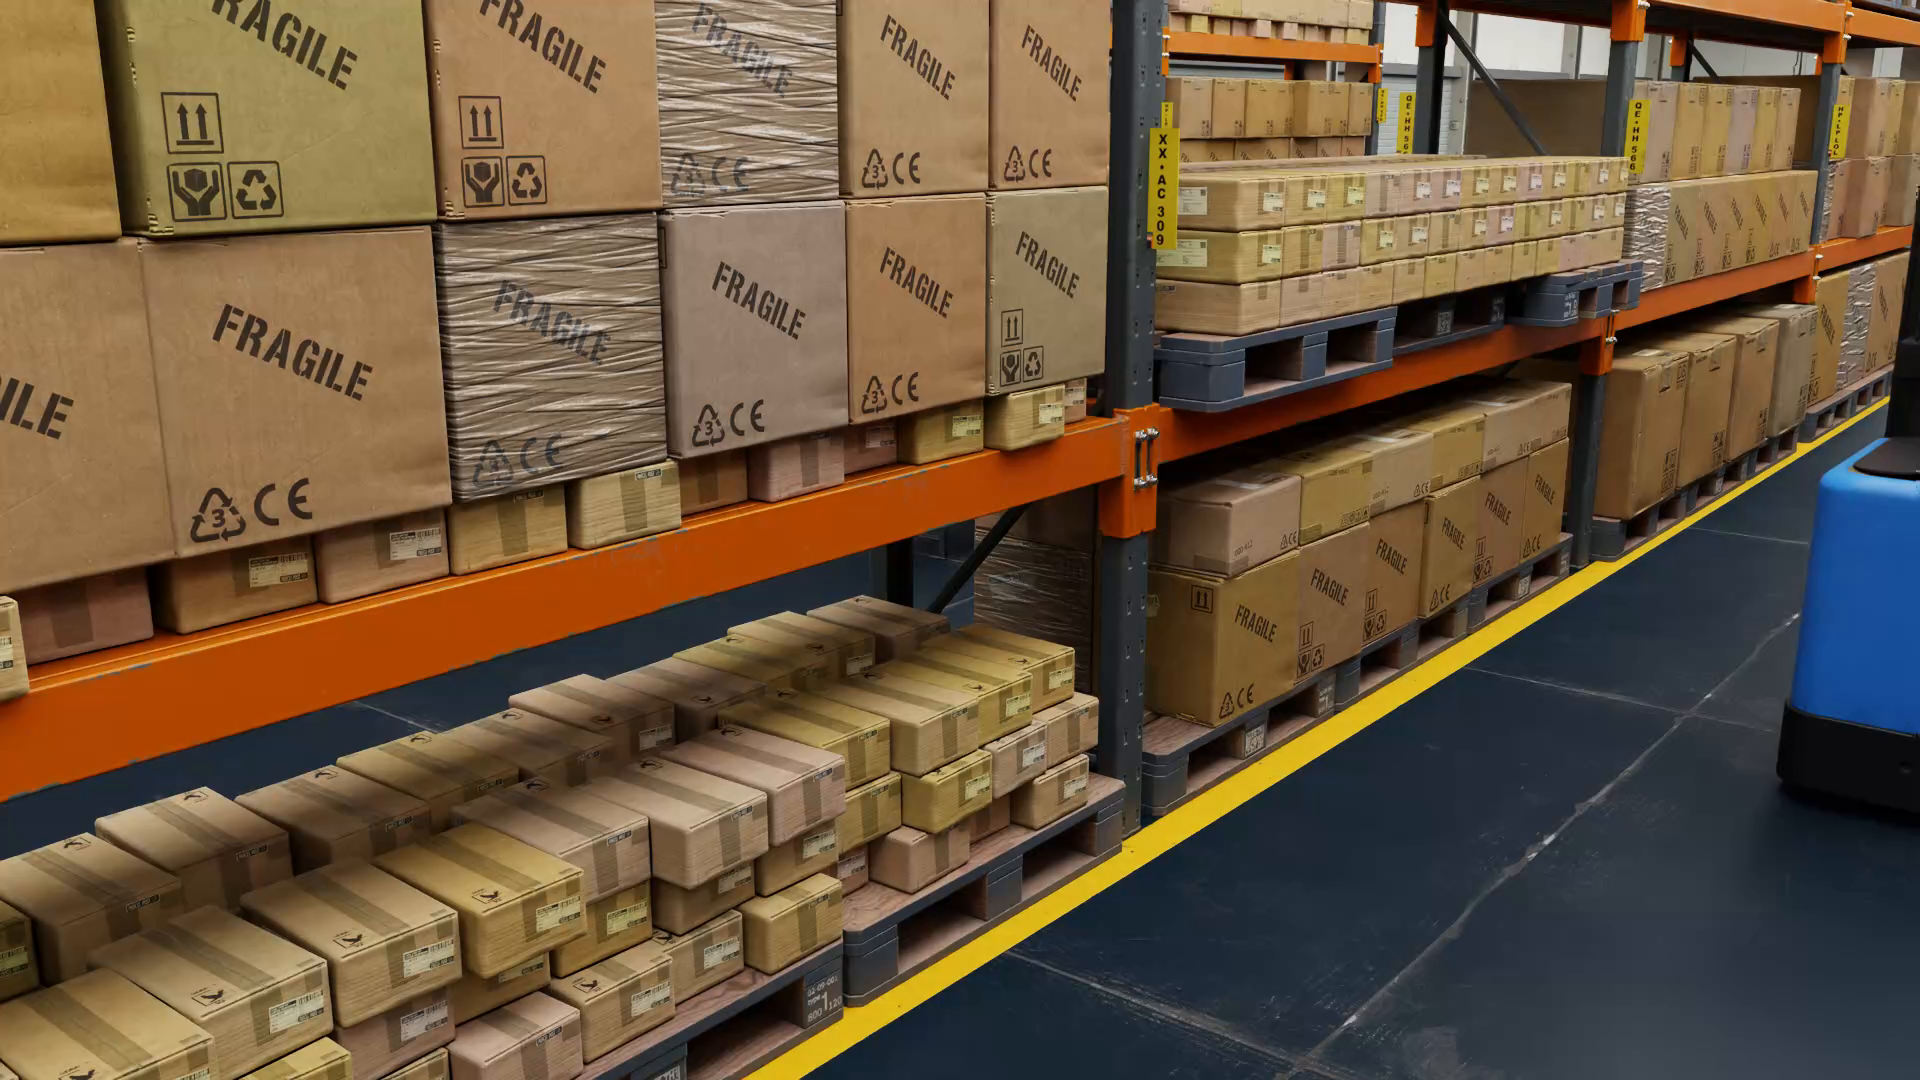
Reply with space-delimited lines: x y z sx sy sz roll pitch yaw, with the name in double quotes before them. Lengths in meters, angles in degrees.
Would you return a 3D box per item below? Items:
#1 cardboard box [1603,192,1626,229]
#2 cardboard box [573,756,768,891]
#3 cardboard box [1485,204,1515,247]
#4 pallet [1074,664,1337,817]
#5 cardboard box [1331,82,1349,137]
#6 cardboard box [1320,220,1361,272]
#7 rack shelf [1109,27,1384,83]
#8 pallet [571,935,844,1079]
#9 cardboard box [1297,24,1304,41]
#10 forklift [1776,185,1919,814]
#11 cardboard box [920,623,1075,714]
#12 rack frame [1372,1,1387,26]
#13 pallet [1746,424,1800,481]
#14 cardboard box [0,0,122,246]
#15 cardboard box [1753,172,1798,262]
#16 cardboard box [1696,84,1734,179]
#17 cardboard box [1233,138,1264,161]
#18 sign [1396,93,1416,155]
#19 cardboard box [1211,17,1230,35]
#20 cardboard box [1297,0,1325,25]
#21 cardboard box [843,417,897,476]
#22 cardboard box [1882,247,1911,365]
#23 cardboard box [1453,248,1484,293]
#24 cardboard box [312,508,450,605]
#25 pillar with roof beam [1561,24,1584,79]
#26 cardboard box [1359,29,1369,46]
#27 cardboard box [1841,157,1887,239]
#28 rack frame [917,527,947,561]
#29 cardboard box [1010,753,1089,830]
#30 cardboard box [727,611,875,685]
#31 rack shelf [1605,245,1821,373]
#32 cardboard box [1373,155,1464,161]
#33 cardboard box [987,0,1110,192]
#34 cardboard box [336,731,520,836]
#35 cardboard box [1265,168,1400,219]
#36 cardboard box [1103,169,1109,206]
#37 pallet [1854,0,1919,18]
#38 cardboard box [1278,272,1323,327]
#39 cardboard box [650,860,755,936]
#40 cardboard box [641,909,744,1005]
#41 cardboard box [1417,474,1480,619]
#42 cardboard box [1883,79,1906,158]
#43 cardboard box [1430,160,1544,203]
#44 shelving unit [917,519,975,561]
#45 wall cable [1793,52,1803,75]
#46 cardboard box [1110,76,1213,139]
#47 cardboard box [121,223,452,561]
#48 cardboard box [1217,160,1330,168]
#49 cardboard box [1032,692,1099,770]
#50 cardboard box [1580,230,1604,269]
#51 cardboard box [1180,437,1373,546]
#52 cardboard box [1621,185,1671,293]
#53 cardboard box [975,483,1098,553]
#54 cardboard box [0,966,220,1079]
"cardboard box" 2.685 -1.453 7.302 0.380 0.149 0.250 12 18 39
"cardboard box" -0.656 0.634 3.765 0.380 0.149 0.250 10 18 36
"cardboard box" 1.876 -1.205 6.328 0.380 0.149 0.250 12 18 39
"pallet" 0.616 0.577 5.925 1.003 0.211 1.213 11 18 38
"cardboard box" 3.281 -4.120 15.912 0.700 0.500 0.500 11 18 38
"cardboard box" 1.056 -0.955 5.344 0.380 0.149 0.250 12 18 39
"rack shelf" 2.499 -4.393 15.191 1.077 0.370 4.000 11 18 38
"pallet" -1.033 1.095 3.885 1.003 0.211 1.213 11 18 38
"cardboard box" 2.923 -4.650 15.253 0.380 0.149 0.250 11 18 36
"forklift" 3.950 -0.792 5.788 1.130 2.935 3.031 11 18 38
"cardboard box" 0.106 0.373 4.793 0.380 0.149 0.250 12 18 39
"rack frame" 3.756 -6.578 16.240 1.000 3.000 0.127 11 18 38
"pallet" 4.729 -0.647 10.740 1.003 0.211 1.213 11 18 38
"cardboard box" -1.586 -0.679 2.367 0.500 0.500 0.500 12 19 39
"cardboard box" 4.718 -1.968 10.075 0.500 0.500 0.500 11 18 37
"cardboard box" 3.890 -2.303 9.362 0.700 0.500 0.500 11 18 37
"cardboard box" 2.358 -3.332 14.840 0.500 0.500 0.500 11 18 37
"sign" 2.208 -2.038 8.202 0.100 0.325 0.005 11 18 38
"cardboard box" 2.095 -4.406 14.293 0.380 0.149 0.250 12 19 39
"cardboard box" 3.005 -4.860 15.269 0.500 0.250 0.500 12 18 39
"cardboard box" -0.377 -0.266 4.088 0.380 0.149 0.250 11 18 36
"cardboard box" 7.295 -1.957 13.698 0.875 0.875 0.875 11 18 38
"cardboard box" 1.710 -1.010 6.165 0.380 0.149 0.250 10 17 35
"cardboard box" -1.166 -0.009 3.078 0.380 0.149 0.250 11 18 36
"pillar with roof beam" 17.187 -11.282 34.756 9.100 9.000 0.400 11 18 38
"cardboard box" 3.749 -4.891 16.201 0.380 0.149 0.250 11 18 38
"cardboard box" 6.137 -2.497 12.055 0.875 0.550 0.550 11 18 38
"rack frame" -0.226 -0.658 8.167 0.400 1.500 0.023 11 18 38
"cardboard box" 0.146 0.680 4.790 0.380 0.149 0.250 12 18 38
"cardboard box" -0.469 0.342 4.915 0.380 0.149 0.250 12 19 40
"rack shelf" 3.899 -1.426 9.605 1.077 0.370 4.000 11 18 38
"cardboard box" 2.034 -1.651 7.480 0.380 0.149 0.250 11 18 36
"cardboard box" 0.043 -1.171 4.302 0.500 0.500 0.500 10 18 36
"cardboard box" -1.252 0.593 3.924 0.380 0.149 0.250 11 18 38
"cardboard box" 1.225 -1.150 5.509 0.380 0.149 0.250 11 18 37
"cardboard box" 0.396 -1.154 5.524 0.380 0.149 0.250 11 18 36
"pallet" 6.445 -3.956 12.192 1.003 0.211 1.213 11 18 38
"cardboard box" 0.903 -0.766 5.202 0.380 0.149 0.250 12 18 38
"cardboard box" -0.701 0.759 3.878 0.380 0.149 0.250 10 17 35
"cardboard box" -0.721 0.918 3.854 0.380 0.149 0.250 12 18 39
"cardboard box" 1.782 -0.015 6.812 0.500 0.500 0.500 10 18 35
"cardboard box" 6.443 -3.127 12.343 0.875 0.550 0.500 11 18 38
"cardboard box" 2.045 -1.402 6.499 0.380 0.149 0.250 11 18 38
"shelving unit" 0.004 -0.728 8.443 0.431 1.500 0.755 11 18 38
"wall cable" 20.490 -11.951 43.699 3.097 2.526 0.112 11 18 38
"cardboard box" 1.687 -3.632 13.991 0.700 0.500 0.500 11 18 37
"cardboard box" -1.255 -0.294 2.880 0.500 0.500 0.500 12 18 38
"cardboard box" 1.216 -1.404 6.507 0.380 0.149 0.250 11 18 37
"cardboard box" 0.177 0.518 4.825 0.380 0.149 0.250 12 18 39
"cardboard box" 2.532 -1.261 7.150 0.380 0.149 0.250 11 18 37
"cardboard box" 1.130 -0.184 5.956 0.500 0.250 0.500 12 18 39
"cardboard box" 3.134 -1.484 8.171 0.500 0.500 0.500 12 18 38
"cardboard box" 0.399 -0.163 5.873 0.500 0.250 0.500 11 18 36
"cardboard box" -1.455 0.883 2.785 0.380 0.149 0.250 11 18 37
